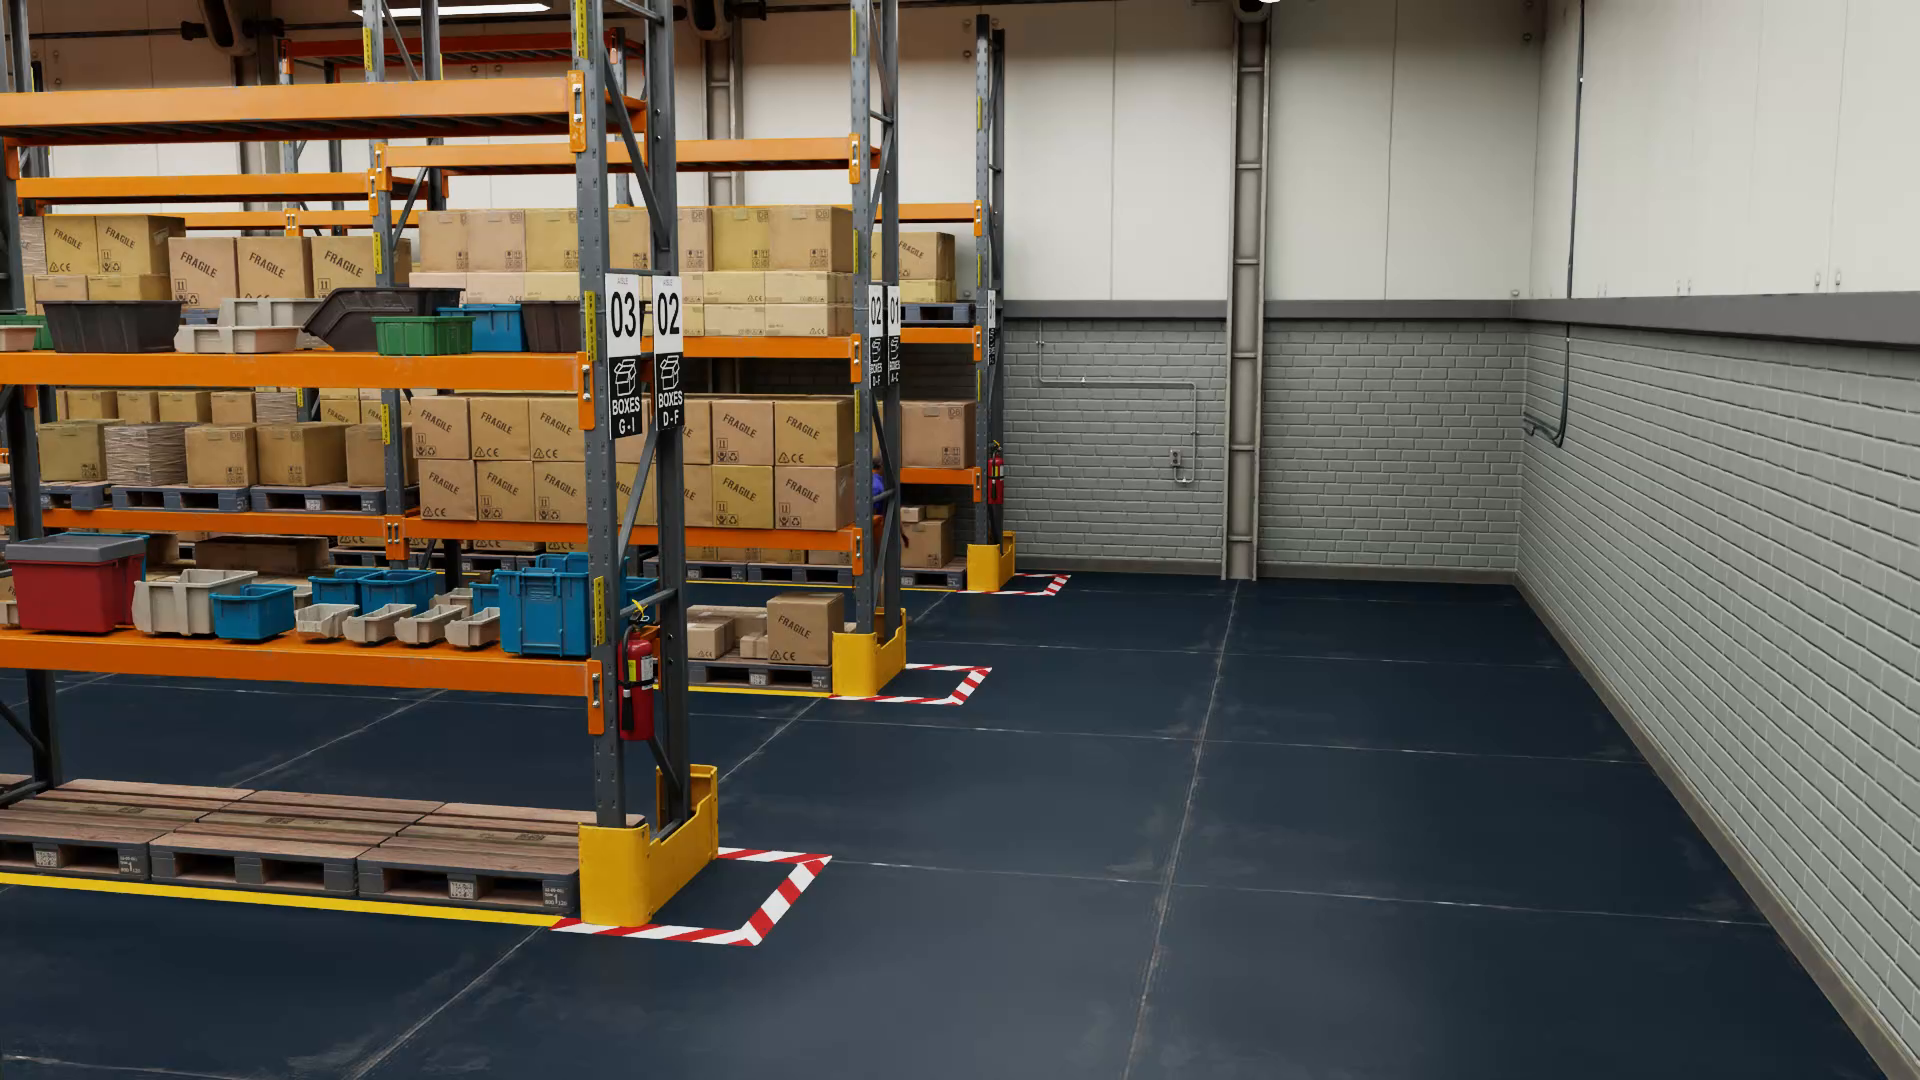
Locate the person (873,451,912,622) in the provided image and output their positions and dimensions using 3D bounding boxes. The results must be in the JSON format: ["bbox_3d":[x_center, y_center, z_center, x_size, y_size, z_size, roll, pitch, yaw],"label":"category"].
[{"bbox_3d":[-0.700,-0.008,15.724,0.402,1.667,0.531,4,9,27],"label":"person"}]
